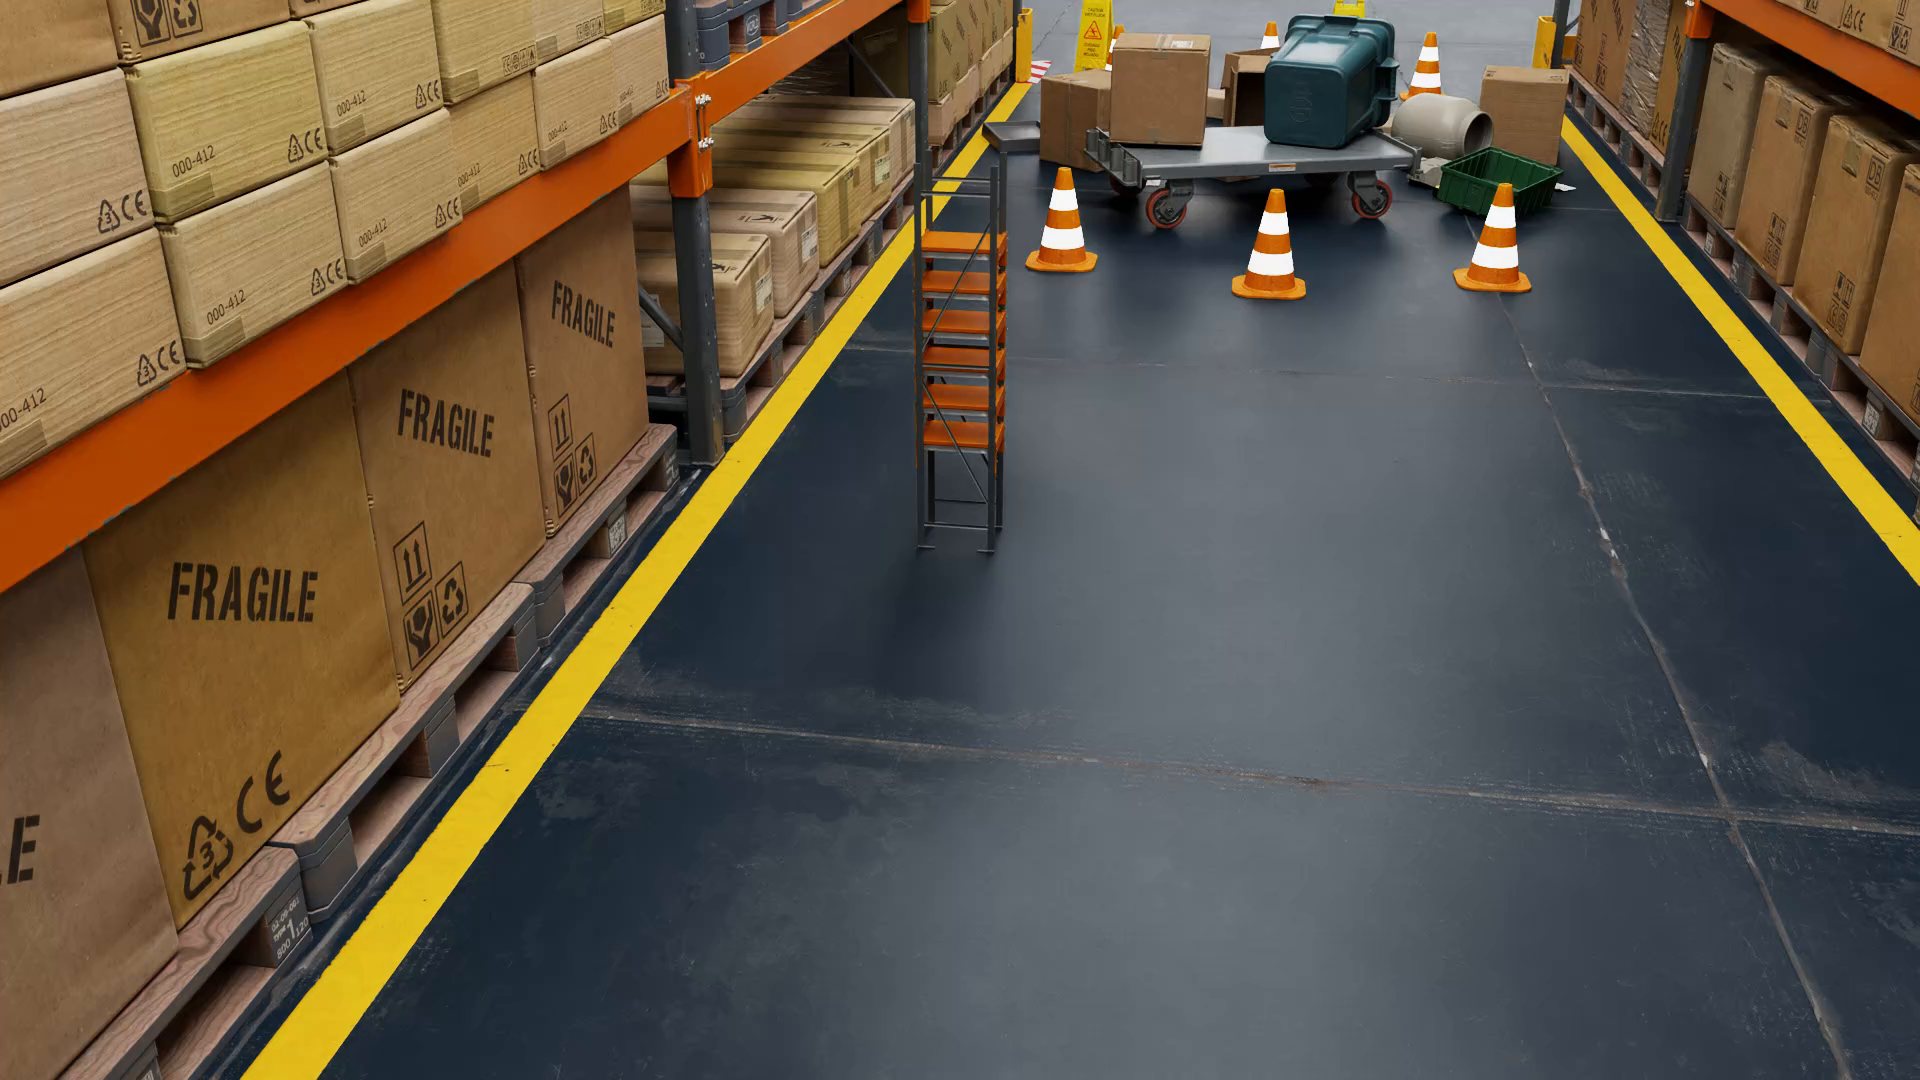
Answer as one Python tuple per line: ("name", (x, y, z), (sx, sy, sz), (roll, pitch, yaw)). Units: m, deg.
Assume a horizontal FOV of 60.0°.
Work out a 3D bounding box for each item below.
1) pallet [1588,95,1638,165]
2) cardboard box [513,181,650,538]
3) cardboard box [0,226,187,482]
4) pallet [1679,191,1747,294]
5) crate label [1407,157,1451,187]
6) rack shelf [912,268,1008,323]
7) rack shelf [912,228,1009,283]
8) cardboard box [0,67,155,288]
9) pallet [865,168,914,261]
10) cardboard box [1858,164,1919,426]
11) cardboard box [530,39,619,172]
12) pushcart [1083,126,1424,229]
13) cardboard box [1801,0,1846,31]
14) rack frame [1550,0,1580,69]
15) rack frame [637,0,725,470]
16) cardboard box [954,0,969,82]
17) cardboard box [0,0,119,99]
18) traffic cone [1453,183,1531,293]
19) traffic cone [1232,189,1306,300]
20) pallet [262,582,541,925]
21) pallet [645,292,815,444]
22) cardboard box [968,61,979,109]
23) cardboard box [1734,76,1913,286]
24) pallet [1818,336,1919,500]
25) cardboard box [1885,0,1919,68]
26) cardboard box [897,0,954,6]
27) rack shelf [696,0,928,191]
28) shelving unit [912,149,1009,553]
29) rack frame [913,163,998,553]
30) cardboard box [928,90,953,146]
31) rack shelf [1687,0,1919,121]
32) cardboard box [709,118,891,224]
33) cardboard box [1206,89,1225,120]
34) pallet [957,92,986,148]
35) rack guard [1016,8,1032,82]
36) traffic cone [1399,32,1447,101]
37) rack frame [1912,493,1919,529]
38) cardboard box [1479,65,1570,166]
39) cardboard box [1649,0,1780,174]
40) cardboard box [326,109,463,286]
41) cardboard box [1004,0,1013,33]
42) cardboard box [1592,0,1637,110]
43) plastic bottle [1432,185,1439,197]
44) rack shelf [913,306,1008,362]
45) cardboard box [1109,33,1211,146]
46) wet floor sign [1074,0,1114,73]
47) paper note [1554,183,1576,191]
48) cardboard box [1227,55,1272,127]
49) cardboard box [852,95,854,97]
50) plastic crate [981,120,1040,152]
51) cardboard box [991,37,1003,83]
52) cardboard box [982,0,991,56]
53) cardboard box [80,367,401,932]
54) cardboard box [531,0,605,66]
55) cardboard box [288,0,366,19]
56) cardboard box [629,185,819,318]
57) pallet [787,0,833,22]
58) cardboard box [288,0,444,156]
("pallet", (4.619, -2.597, 10.549), (1.003, 0.211, 1.213), (4, 25, 9))
("cardboard box", (-1.528, -0.608, 5.021), (0.875, 0.875, 0.875), (4, 25, 8))
("cardboard box", (-1.572, -0.305, 2.539), (0.500, 0.250, 0.500), (3, 25, 7))
("pallet", (4.169, -1.444, 8.087), (1.003, 0.211, 1.213), (4, 25, 9))
("crate label", (2.749, -2.130, 9.638), (0.298, 0.136, 0.250), (-14, 29, -27))
("rack shelf", (0.002, -0.727, 4.926), (0.258, 0.103, 0.180), (4, 25, 9))
("rack shelf", (0.002, -0.835, 4.875), (0.258, 0.103, 0.180), (4, 25, 9))
("cardboard box", (-1.579, -0.533, 2.438), (0.500, 0.250, 0.500), (4, 25, 9))
("pallet", (-0.805, -1.747, 8.734), (1.003, 0.211, 1.213), (4, 25, 9))
("cardboard box", (3.755, -0.782, 5.541), (1.050, 0.750, 0.750), (4, 25, 8))
("cardboard box", (-1.228, -1.151, 4.347), (0.500, 0.250, 0.500), (4, 25, 9))
("pushcart", (1.578, -2.011, 9.102), (1.648, 0.377, 0.936), (-5, 25, -10))
("cardboard box", (3.620, -2.247, 6.394), (0.500, 0.500, 0.500), (4, 25, 9))
("rack frame", (4.874, -4.708, 11.771), (1.000, 3.000, 0.127), (4, 25, 9))
("rack frame", (-1.333, -1.663, 5.265), (1.000, 3.000, 0.127), (4, 25, 9))
("cardboard box", (-0.241, -3.073, 10.141), (0.500, 0.500, 0.500), (5, 26, 11))
("cardboard box", (-1.576, -0.867, 2.267), (0.500, 0.500, 0.500), (4, 25, 8))
("traffic cone", (2.512, -1.430, 7.760), (0.336, 0.463, 0.334), (4, 25, 9))
("traffic cone", (1.438, -1.381, 7.654), (0.336, 0.463, 0.334), (4, 25, 9))
("pallet", (-1.738, 0.433, 4.076), (1.003, 0.211, 1.213), (4, 25, 9))
("pallet", (-1.204, -0.727, 6.554), (1.003, 0.211, 1.213), (4, 25, 9))
("cardboard box", (-0.157, -2.955, 10.773), (0.500, 0.250, 0.500), (4, 25, 8))
("cardboard box", (4.046, -1.538, 7.155), (1.050, 0.750, 0.750), (4, 25, 9))
("pallet", (3.770, -0.424, 5.907), (1.003, 0.211, 1.213), (4, 25, 9))
("cardboard box", (3.458, -1.823, 5.489), (0.500, 0.500, 0.500), (4, 25, 9))
("cardboard box", (-0.237, -3.191, 9.626), (0.380, 0.149, 0.250), (4, 25, 9))
("rack shelf", (-1.006, -2.174, 7.204), (1.077, 0.370, 4.000), (4, 25, 9))
("shelving unit", (0.002, -0.549, 5.009), (0.258, 1.200, 0.189), (4, 25, 9))
("rack frame", (-0.013, -0.511, 4.927), (0.240, 1.200, 0.006), (4, 25, 9))
("cardboard box", (-0.317, -2.509, 9.820), (0.500, 0.250, 0.500), (3, 25, 6))
("rack shelf", (3.894, -1.873, 6.562), (1.077, 0.370, 4.000), (4, 25, 9))
("cardboard box", (-0.877, -1.816, 8.195), (0.950, 0.372, 0.625), (6, 26, 12))
("cardboard box", (1.753, -3.030, 11.548), (0.380, 0.149, 0.250), (19, 31, 35))
("pallet", (-0.408, -2.868, 11.129), (1.003, 0.211, 1.213), (4, 25, 9))
("rack guard", (-0.038, -3.845, 12.875), (1.175, 0.500, 0.348), (4, 25, 9))
("traffic cone", (3.386, -3.436, 12.044), (0.336, 0.463, 0.334), (4, 25, 9))
("rack frame", (3.567, -1.362, 4.622), (1.000, 3.000, 0.127), (4, 25, 9))
("cardboard box", (3.462, -2.625, 10.265), (0.500, 0.500, 0.500), (8, 26, 18))
("cardboard box", (4.392, -2.521, 9.109), (0.875, 0.875, 0.875), (4, 25, 9))
("cardboard box", (-1.381, -0.726, 3.440), (0.500, 0.250, 0.500), (4, 25, 8))
("cardboard box", (0.100, -3.940, 11.993), (0.500, 0.500, 0.500), (4, 25, 9))
("cardboard box", (4.687, -3.280, 10.730), (0.875, 0.875, 0.875), (4, 25, 8))
("plastic bottle", (2.777, -1.925, 9.290), (0.133, 0.061, 0.283), (-9, 27, -19))
("rack shelf", (0.002, -0.618, 4.977), (0.258, 0.103, 0.180), (4, 25, 9))
("cardboard box", (1.081, -2.436, 8.972), (0.500, 0.500, 0.500), (4, 25, 9))
("wet floor sign", (1.061, -3.948, 12.923), (0.267, 0.644, 0.232), (13, 28, 26))
("paper note", (3.437, -2.035, 9.561), (0.147, 0.020, 0.142), (-14, 29, -27))
("cardboard box", (2.040, -2.638, 10.132), (0.797, 0.637, 0.503), (4, 25, 9))
("cardboard box", (-0.848, -2.547, 9.901), (0.500, 0.250, 0.500), (5, 26, 11))
("plastic crate", (0.386, -2.614, 10.739), (0.402, 0.080, 0.583), (-5, 25, -10))
("cardboard box", (0.015, -3.381, 11.683), (0.500, 0.250, 0.500), (4, 25, 9))
("cardboard box", (-0.071, -3.511, 11.077), (0.500, 0.500, 0.500), (3, 25, 7))
("cardboard box", (-1.825, 0.139, 3.426), (0.875, 0.875, 0.875), (5, 26, 10))
("cardboard box", (-1.242, -1.387, 4.262), (0.500, 0.250, 0.500), (3, 25, 7))
("cardboard box", (-1.413, -1.293, 3.177), (0.500, 0.500, 0.500), (4, 25, 8))
("cardboard box", (-1.118, -1.208, 6.897), (0.950, 0.372, 0.625), (4, 25, 8))
("pallet", (-1.050, -2.407, 7.080), (1.003, 0.211, 1.213), (4, 25, 9))
("cardboard box", (-1.390, -0.954, 3.337), (0.500, 0.250, 0.500), (3, 25, 7))
